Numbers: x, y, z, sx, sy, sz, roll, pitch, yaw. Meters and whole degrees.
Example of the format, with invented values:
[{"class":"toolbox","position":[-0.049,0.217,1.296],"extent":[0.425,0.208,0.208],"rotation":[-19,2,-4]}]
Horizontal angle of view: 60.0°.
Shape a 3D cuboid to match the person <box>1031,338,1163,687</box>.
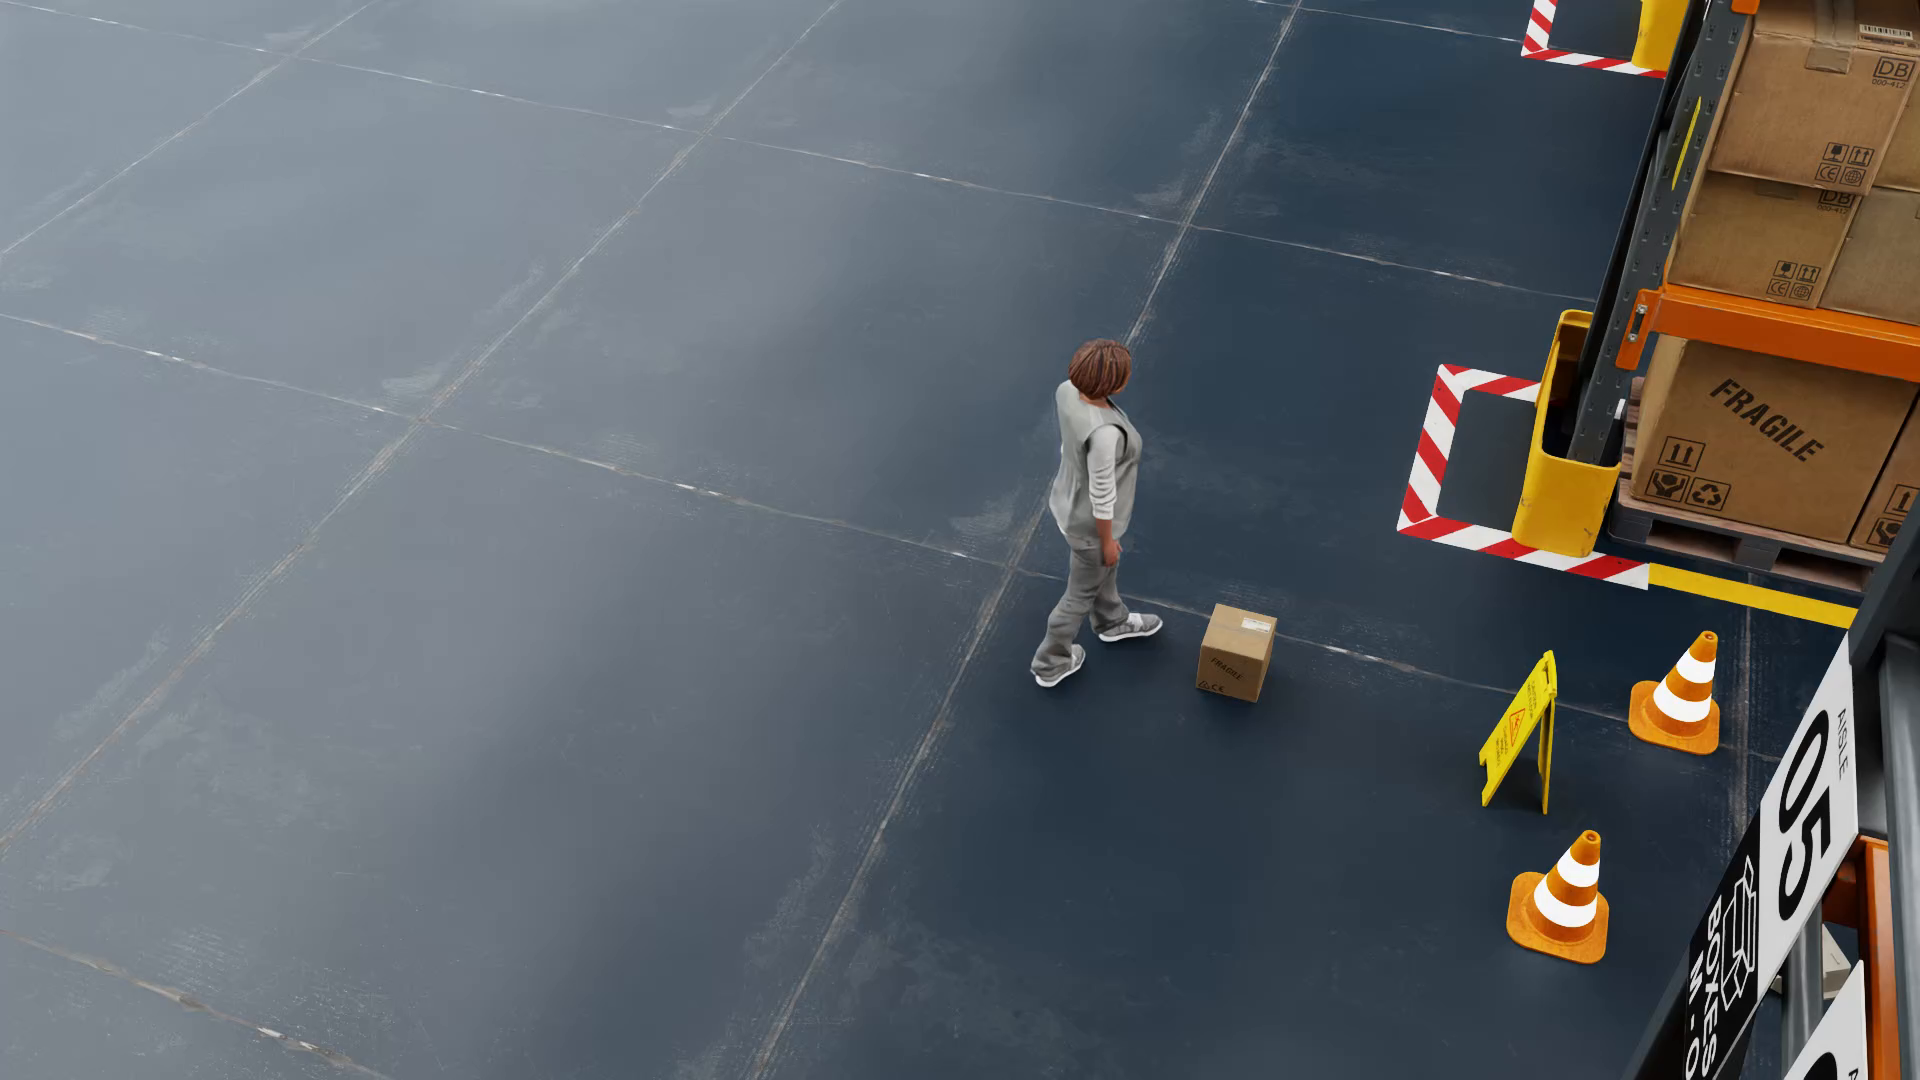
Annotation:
[{"class":"person","position":[0.559,-0.107,6.280],"extent":[0.619,1.580,0.419],"rotation":[-10,43,-11]}]
